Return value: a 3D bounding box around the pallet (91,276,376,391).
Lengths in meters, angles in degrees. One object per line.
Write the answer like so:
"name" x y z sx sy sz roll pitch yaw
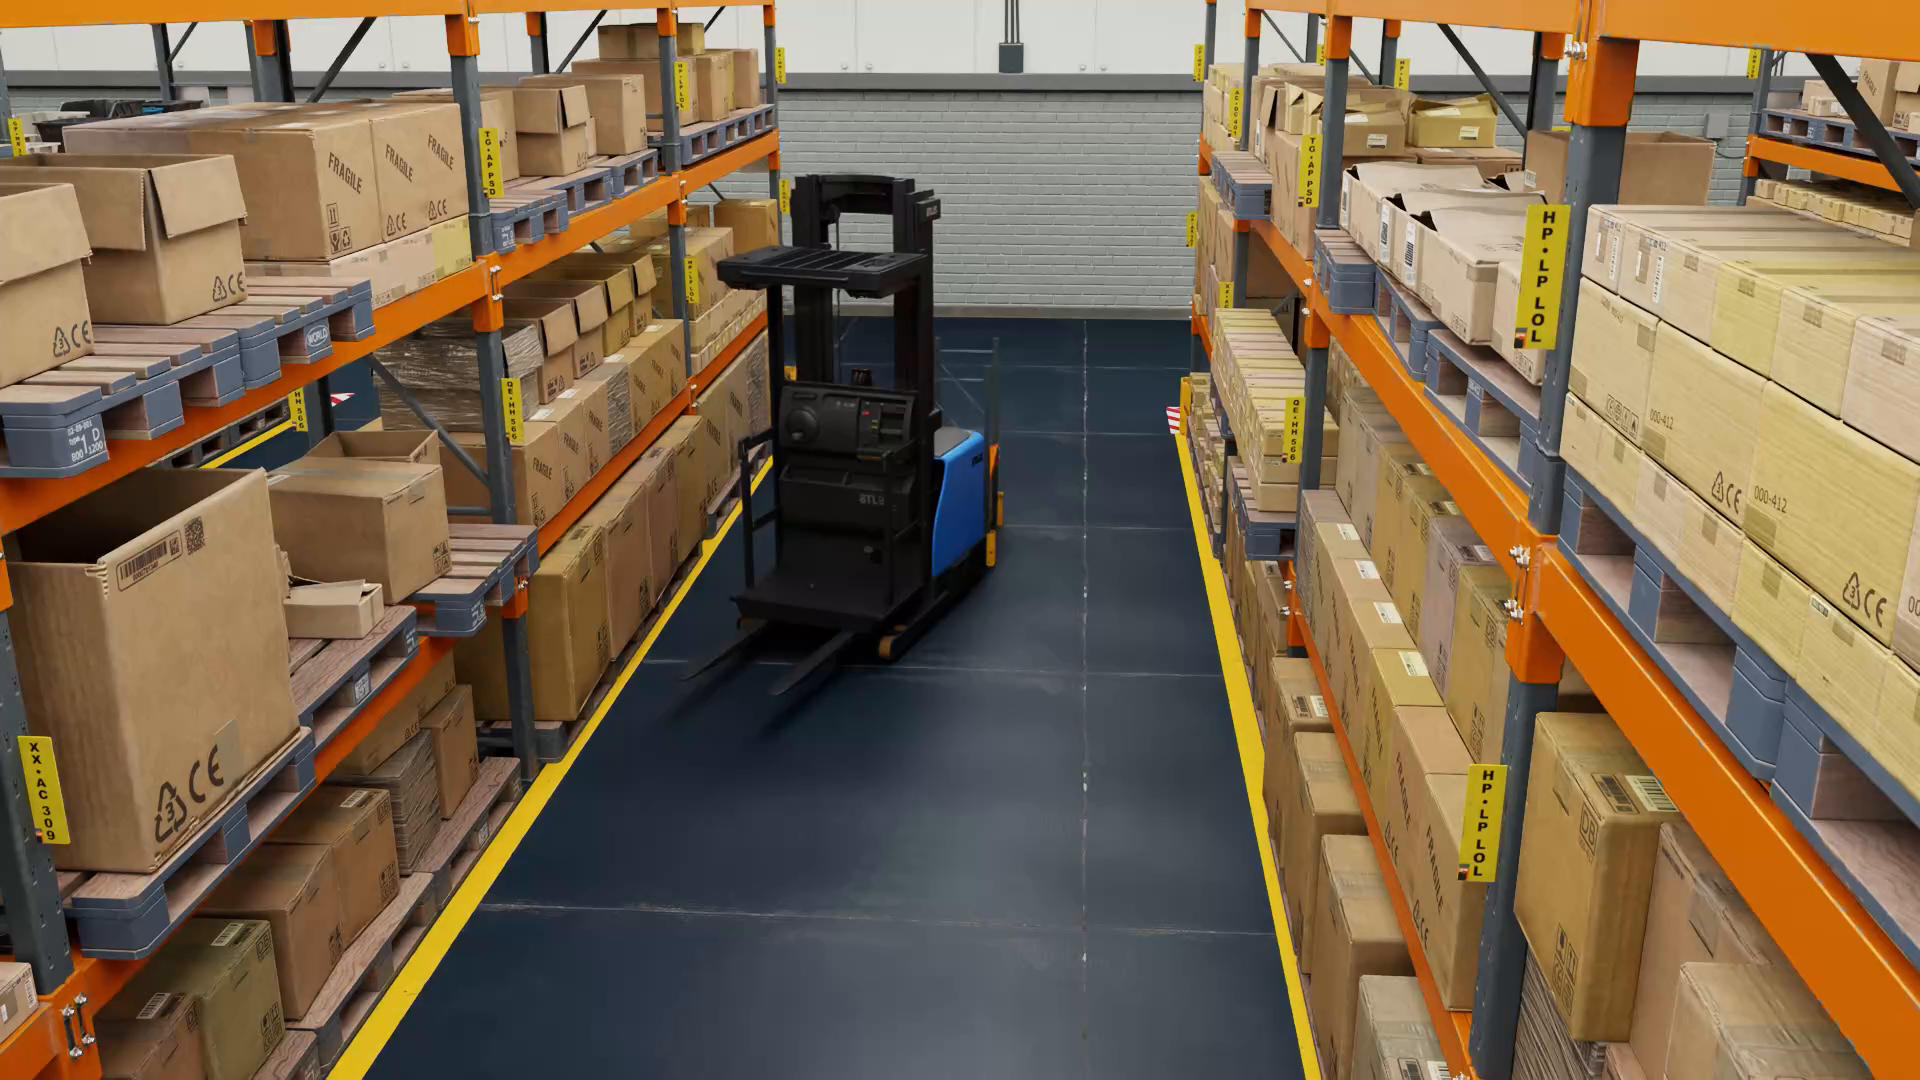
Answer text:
"pallet" -2.857 -0.753 5.888 1.213 0.211 1.003 1 18 4

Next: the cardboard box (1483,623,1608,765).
"cardboard box" 1.891 0.560 4.631 0.700 0.500 0.500 1 18 3

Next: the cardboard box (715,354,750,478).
"cardboard box" -2.314 -1.062 14.086 0.875 0.875 0.875 1 18 4

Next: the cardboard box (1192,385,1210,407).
"cardboard box" 2.299 -1.299 15.018 0.380 0.149 0.250 1 18 4

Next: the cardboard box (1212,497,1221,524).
"cardboard box" 2.123 -0.222 12.687 0.380 0.149 0.250 2 18 5

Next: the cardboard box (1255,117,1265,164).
"cardboard box" 2.162 -2.562 10.575 0.500 0.311 0.500 1 18 3

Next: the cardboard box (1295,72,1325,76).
"cardboard box" 2.845 -3.603 13.081 0.380 0.149 0.250 1 18 2

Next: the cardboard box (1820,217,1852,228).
"cardboard box" 7.253 -2.315 13.405 0.500 0.500 0.500 1 18 4

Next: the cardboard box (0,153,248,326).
"cardboard box" -2.880 -1.016 5.548 0.797 0.503 0.637 2 18 6

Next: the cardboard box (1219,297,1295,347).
"cardboard box" 2.188 -1.593 12.329 0.500 0.500 0.500 1 18 4

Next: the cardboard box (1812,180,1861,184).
"cardboard box" 7.840 -3.126 14.837 0.380 0.149 0.250 2 18 5

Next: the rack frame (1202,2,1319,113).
"rack frame" 2.721 -5.341 14.771 1.000 3.000 0.127 1 18 4

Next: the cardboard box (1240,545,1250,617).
"cardboard box" 2.057 0.292 10.556 0.500 0.500 0.500 2 18 5

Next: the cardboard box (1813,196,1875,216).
"cardboard box" 7.257 -2.735 13.645 0.380 0.149 0.250 1 18 4

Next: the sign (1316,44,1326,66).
"sign" 3.274 -4.318 15.043 0.100 0.325 0.005 1 18 4

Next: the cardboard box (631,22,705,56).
"cardboard box" -2.373 -4.081 13.544 0.500 0.250 0.500 1 18 2

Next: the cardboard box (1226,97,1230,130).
"cardboard box" 2.263 -3.150 12.339 0.500 0.250 0.500 1 18 2

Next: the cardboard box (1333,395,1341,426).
"cardboard box" 2.513 -0.795 10.262 0.380 0.149 0.250 2 18 6

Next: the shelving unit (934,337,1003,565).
"shelving unit" 0.011 -0.698 12.645 0.587 1.500 1.083 1 18 4

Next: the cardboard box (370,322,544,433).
"cardboard box" -2.723 -0.898 9.076 0.797 0.503 0.637 2 18 6

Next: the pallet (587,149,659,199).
"pallet" -2.522 -2.438 11.038 0.805 0.209 1.217 1 18 2

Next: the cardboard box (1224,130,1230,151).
"cardboard box" 2.248 -2.915 12.426 0.500 0.250 0.500 1 18 4

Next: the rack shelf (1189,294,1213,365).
"rack shelf" 2.578 -1.527 13.921 1.077 0.370 4.000 1 18 4

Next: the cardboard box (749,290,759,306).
"cardboard box" -2.062 -2.230 14.675 0.500 0.250 0.500 1 18 2

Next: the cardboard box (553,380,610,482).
"cardboard box" -2.418 -0.659 9.957 0.500 0.500 0.500 1 18 3

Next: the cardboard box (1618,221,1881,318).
"cardboard box" 1.479 -0.510 3.134 0.380 0.149 0.250 1 18 3

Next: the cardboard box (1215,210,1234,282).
"cardboard box" 2.230 -2.224 12.650 0.500 0.500 0.500 1 18 2

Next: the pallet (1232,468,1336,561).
"pallet" 2.093 -0.138 8.835 1.213 0.211 1.003 1 18 4

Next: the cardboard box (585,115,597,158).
"cardboard box" -2.674 -2.634 10.795 0.500 0.311 0.500 1 18 2

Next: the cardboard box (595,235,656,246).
"cardboard box" -2.699 -2.121 13.136 0.500 0.500 0.500 1 18 4

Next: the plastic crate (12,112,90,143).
"plastic crate" -7.625 -3.430 13.948 0.437 0.282 0.530 1 18 4

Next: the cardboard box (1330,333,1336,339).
"cardboard box" 2.543 -1.236 10.653 0.380 0.149 0.250 1 18 4

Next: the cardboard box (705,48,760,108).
"cardboard box" -2.202 -4.189 15.079 0.700 0.500 0.500 0 18 1

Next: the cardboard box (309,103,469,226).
"cardboard box" -2.577 -1.704 7.526 0.500 0.500 0.500 2 18 5

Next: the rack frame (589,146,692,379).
"rack frame" -2.505 -1.390 12.347 1.000 3.000 0.127 1 18 4

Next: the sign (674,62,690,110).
"sign" -1.963 -3.201 11.723 0.100 0.325 0.005 1 18 4

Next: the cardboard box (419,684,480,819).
"cardboard box" -2.820 1.040 8.240 0.700 0.500 0.500 0 18 1

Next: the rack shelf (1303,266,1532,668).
"rack shelf" 2.005 -0.468 5.872 1.077 0.370 4.000 1 18 4

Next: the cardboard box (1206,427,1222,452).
"cardboard box" 2.214 -0.814 13.539 0.380 0.149 0.250 0 18 1

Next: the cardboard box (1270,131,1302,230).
"cardboard box" 1.998 -1.972 9.147 0.500 0.500 0.500 1 18 4

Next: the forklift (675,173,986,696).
"forklift" -0.814 -0.771 10.570 1.130 2.935 3.031 7 19 20

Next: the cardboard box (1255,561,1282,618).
"cardboard box" 1.961 0.251 9.475 0.500 0.250 0.500 2 18 5

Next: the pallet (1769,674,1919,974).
"pallet" 1.702 0.485 1.950 1.003 0.211 1.213 1 18 4

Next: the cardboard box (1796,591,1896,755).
"cardboard box" 1.407 0.185 2.293 0.380 0.149 0.250 1 18 4

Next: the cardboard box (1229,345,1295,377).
"cardboard box" 1.856 -1.097 10.227 0.380 0.149 0.250 2 18 6

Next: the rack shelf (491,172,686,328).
"rack shelf" -2.649 -1.852 10.097 1.077 0.370 4.000 1 18 4

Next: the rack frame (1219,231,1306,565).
"rack frame" 2.435 -1.248 11.914 1.000 3.000 0.127 1 18 4

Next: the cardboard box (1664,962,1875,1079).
"cardboard box" 1.701 1.104 2.760 0.875 0.550 0.550 1 18 4

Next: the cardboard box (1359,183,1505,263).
"cardboard box" 1.841 -1.231 6.452 0.500 0.250 0.500 2 18 5

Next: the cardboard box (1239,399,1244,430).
"cardboard box" 1.802 -0.710 9.525 0.380 0.149 0.250 1 18 4

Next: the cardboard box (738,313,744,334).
"cardboard box" -2.042 -1.839 14.122 0.380 0.149 0.250 1 18 2

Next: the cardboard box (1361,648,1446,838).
"cardboard box" 1.704 0.707 5.786 0.500 0.500 0.500 1 18 4

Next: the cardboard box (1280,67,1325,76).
"cardboard box" 2.868 -3.845 13.822 0.380 0.149 0.250 1 18 3

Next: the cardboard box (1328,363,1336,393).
"cardboard box" 2.530 -1.017 10.460 0.380 0.149 0.250 0 18 1

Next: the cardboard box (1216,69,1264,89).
"cardboard box" 2.298 -3.777 13.612 0.380 0.149 0.250 2 18 6

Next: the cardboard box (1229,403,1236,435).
"cardboard box" 1.838 -0.732 10.069 0.380 0.149 0.250 0 18 1

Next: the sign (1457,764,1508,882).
"sign" 1.319 0.715 4.191 0.100 0.325 0.005 1 18 4

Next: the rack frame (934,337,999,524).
"rack frame" 0.052 -0.853 13.118 0.500 1.500 0.032 1 18 4

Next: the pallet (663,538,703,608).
"pallet" -2.485 0.177 12.045 1.003 0.211 1.213 1 18 4
